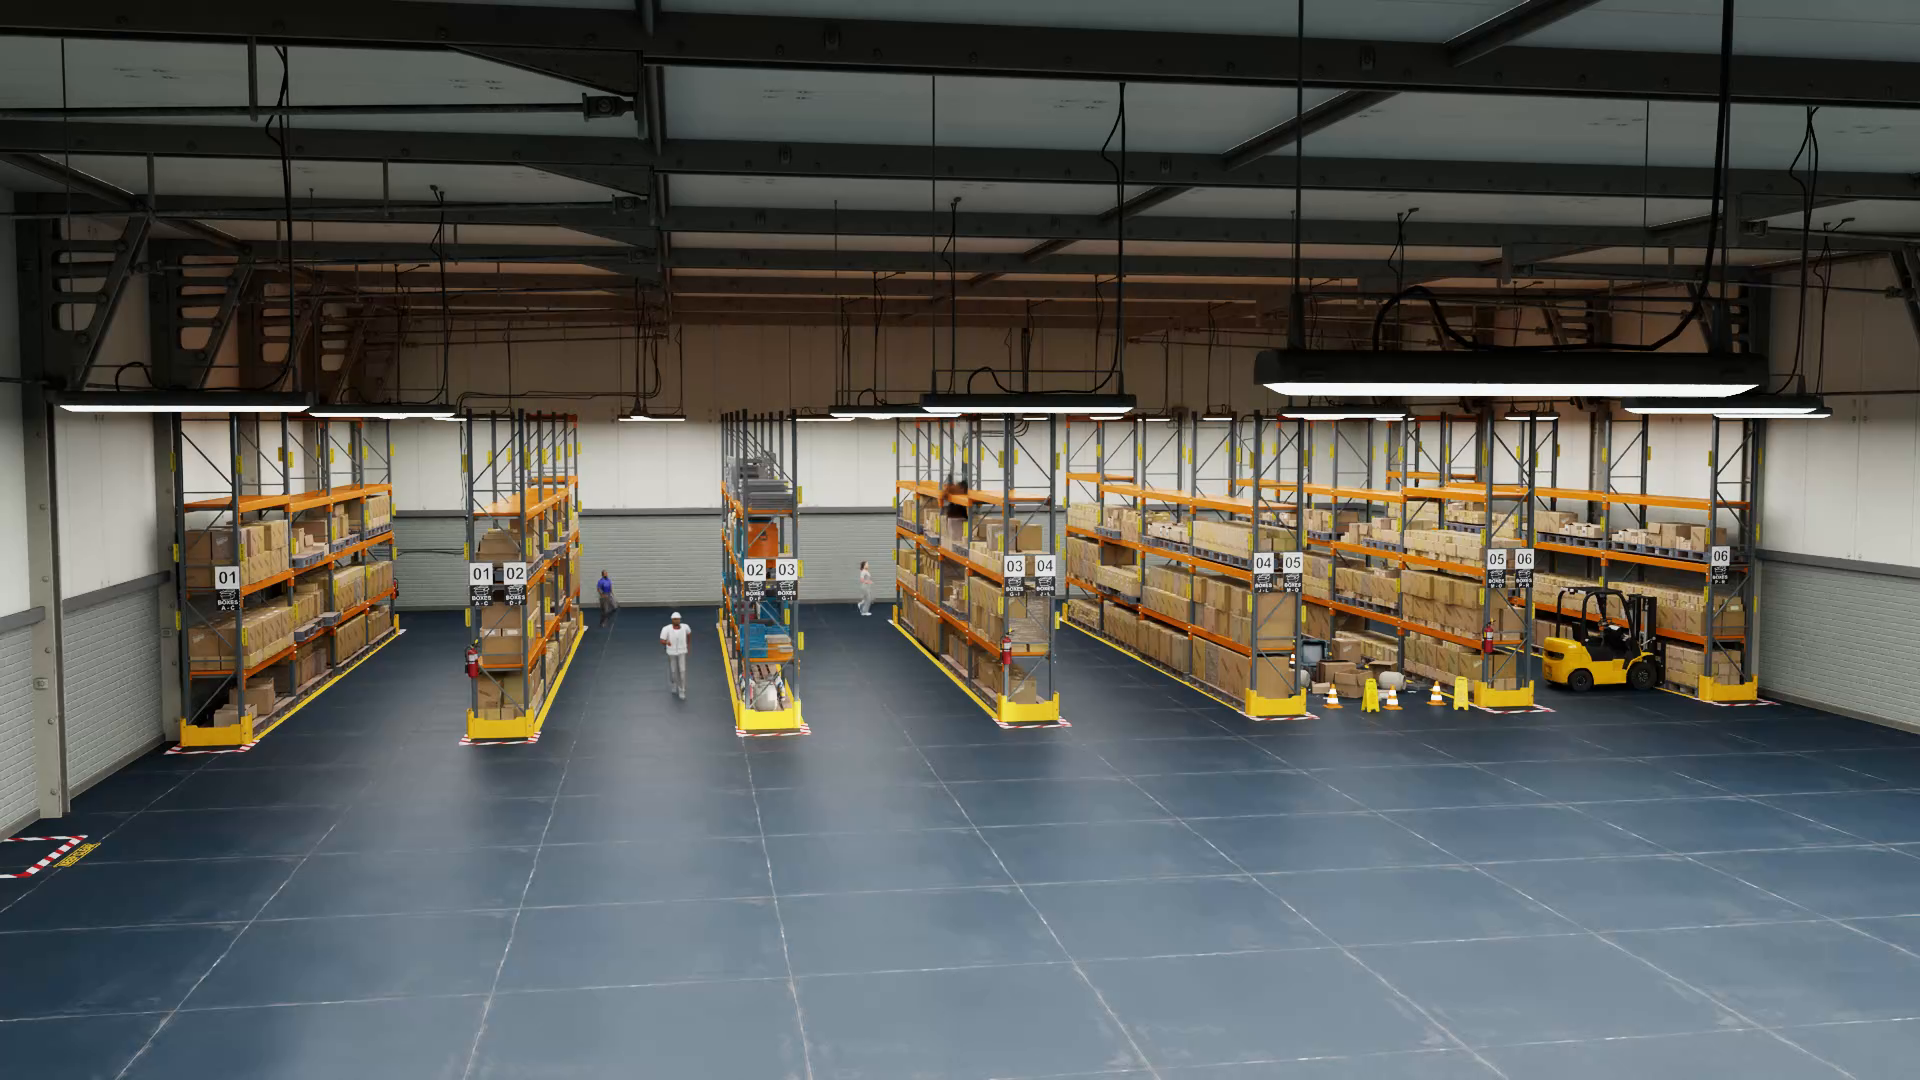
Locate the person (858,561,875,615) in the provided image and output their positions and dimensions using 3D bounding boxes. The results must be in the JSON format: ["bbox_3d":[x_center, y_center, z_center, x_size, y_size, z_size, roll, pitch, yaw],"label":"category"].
[{"bbox_3d":[-2.799,1.440,49.732,0.577,1.622,0.560,1,4,10],"label":"person"}]

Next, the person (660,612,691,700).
[{"bbox_3d":[-5.964,2.397,34.908,0.640,1.796,0.890,-1,4,-10],"label":"person"}]

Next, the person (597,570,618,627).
[{"bbox_3d":[-9.954,1.652,46.903,0.560,1.602,0.597,3,5,34],"label":"person"}]
